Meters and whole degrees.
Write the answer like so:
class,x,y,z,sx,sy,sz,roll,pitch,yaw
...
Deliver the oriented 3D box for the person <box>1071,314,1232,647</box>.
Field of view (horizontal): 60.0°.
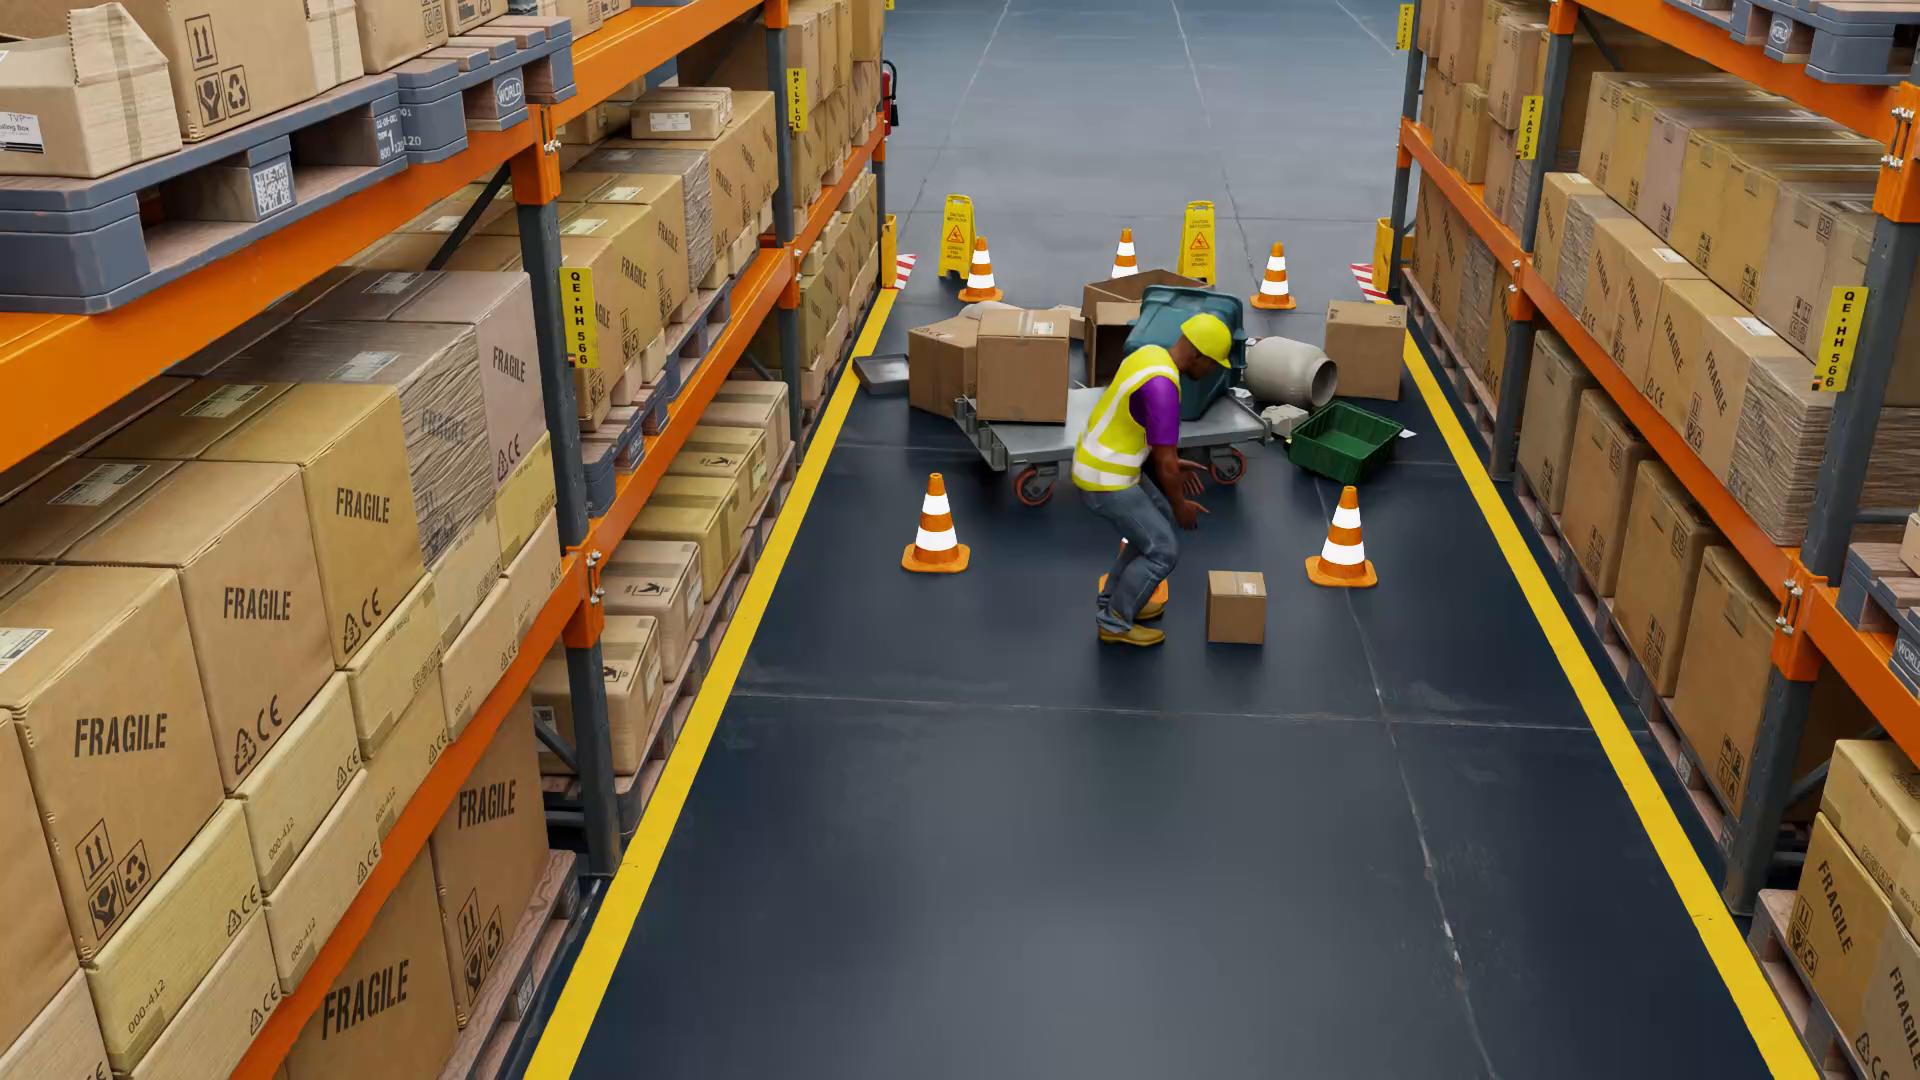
class,x,y,z,sx,sy,sz,roll,pitch,yaw
person,0.846,-0.294,7.526,0.687,1.517,0.627,2,24,4
